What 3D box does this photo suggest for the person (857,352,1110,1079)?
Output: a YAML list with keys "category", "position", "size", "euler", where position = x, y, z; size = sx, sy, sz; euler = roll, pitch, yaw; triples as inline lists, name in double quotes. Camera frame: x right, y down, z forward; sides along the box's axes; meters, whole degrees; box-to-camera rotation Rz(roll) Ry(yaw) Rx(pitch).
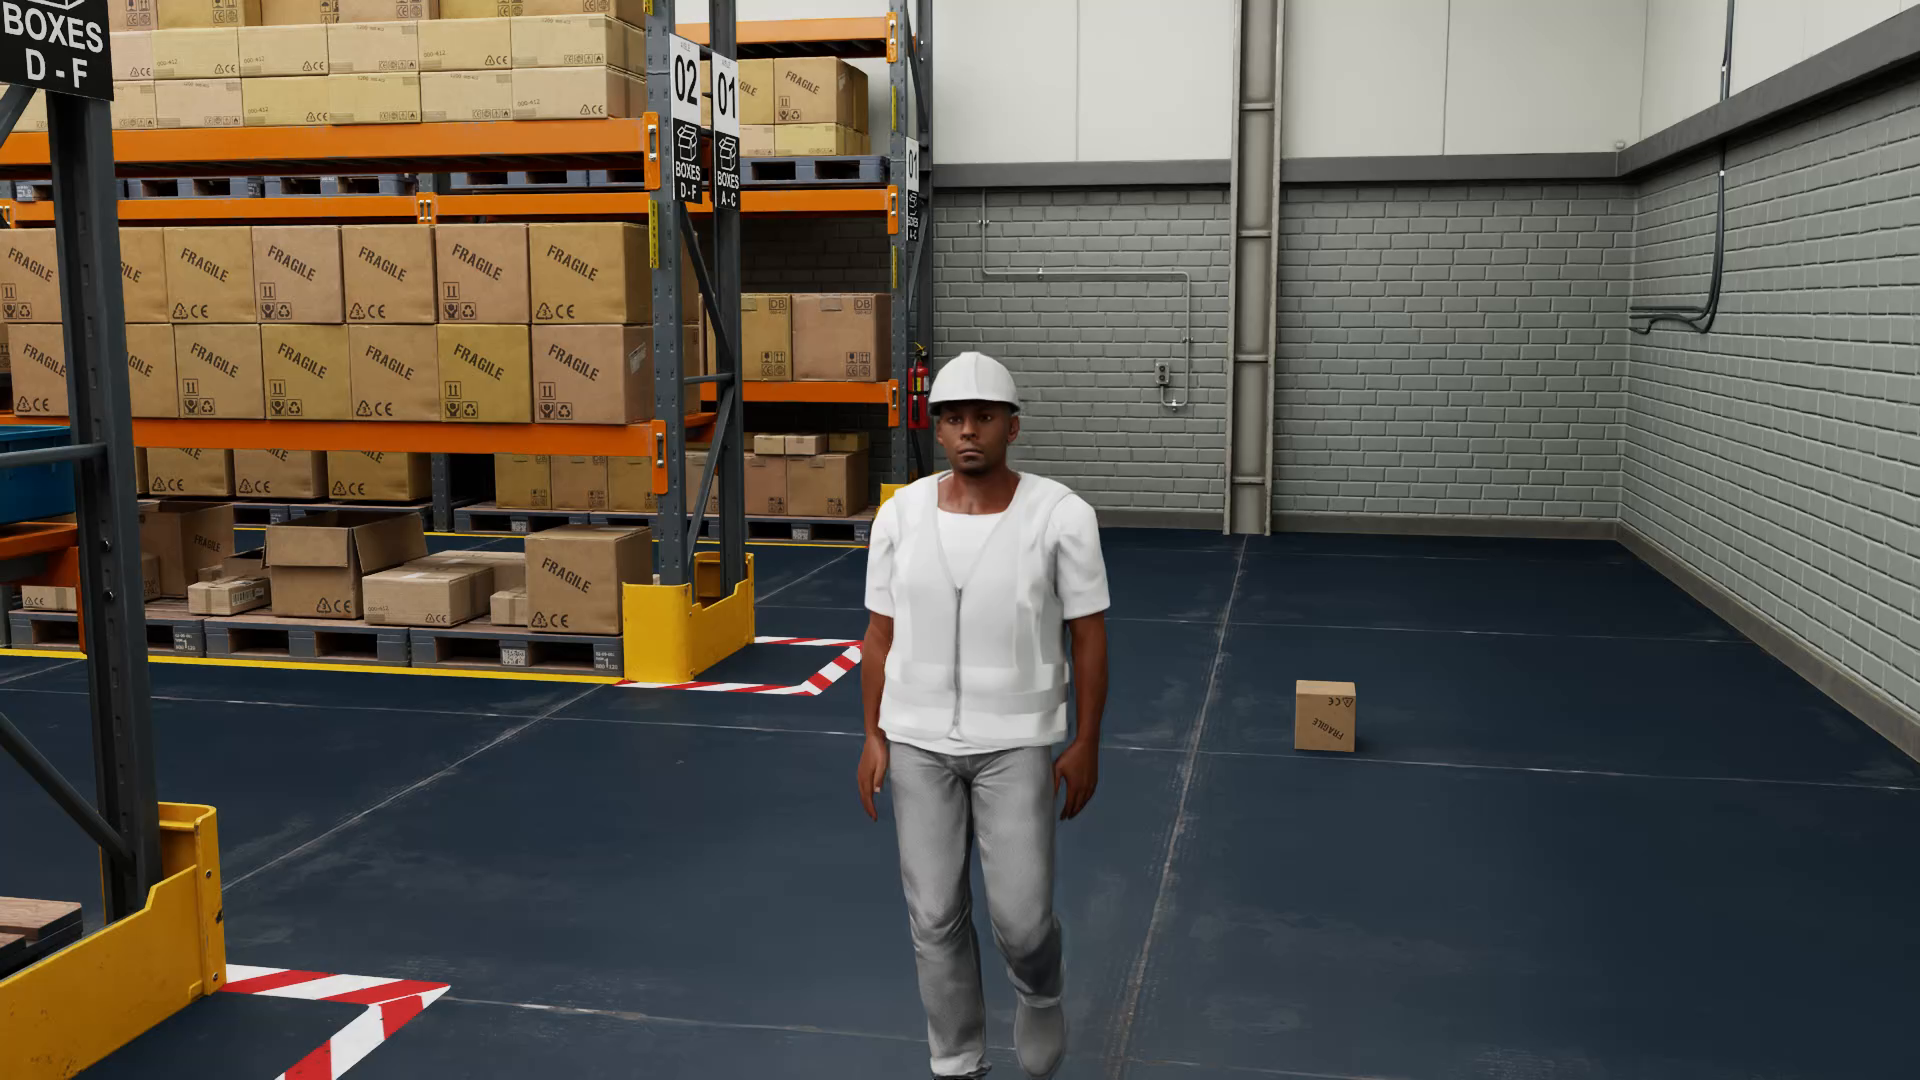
- category: "person"
  position: [0.049, 0.453, 3.796]
  size: [0.570, 1.756, 0.526]
  euler: [2, 8, 15]
